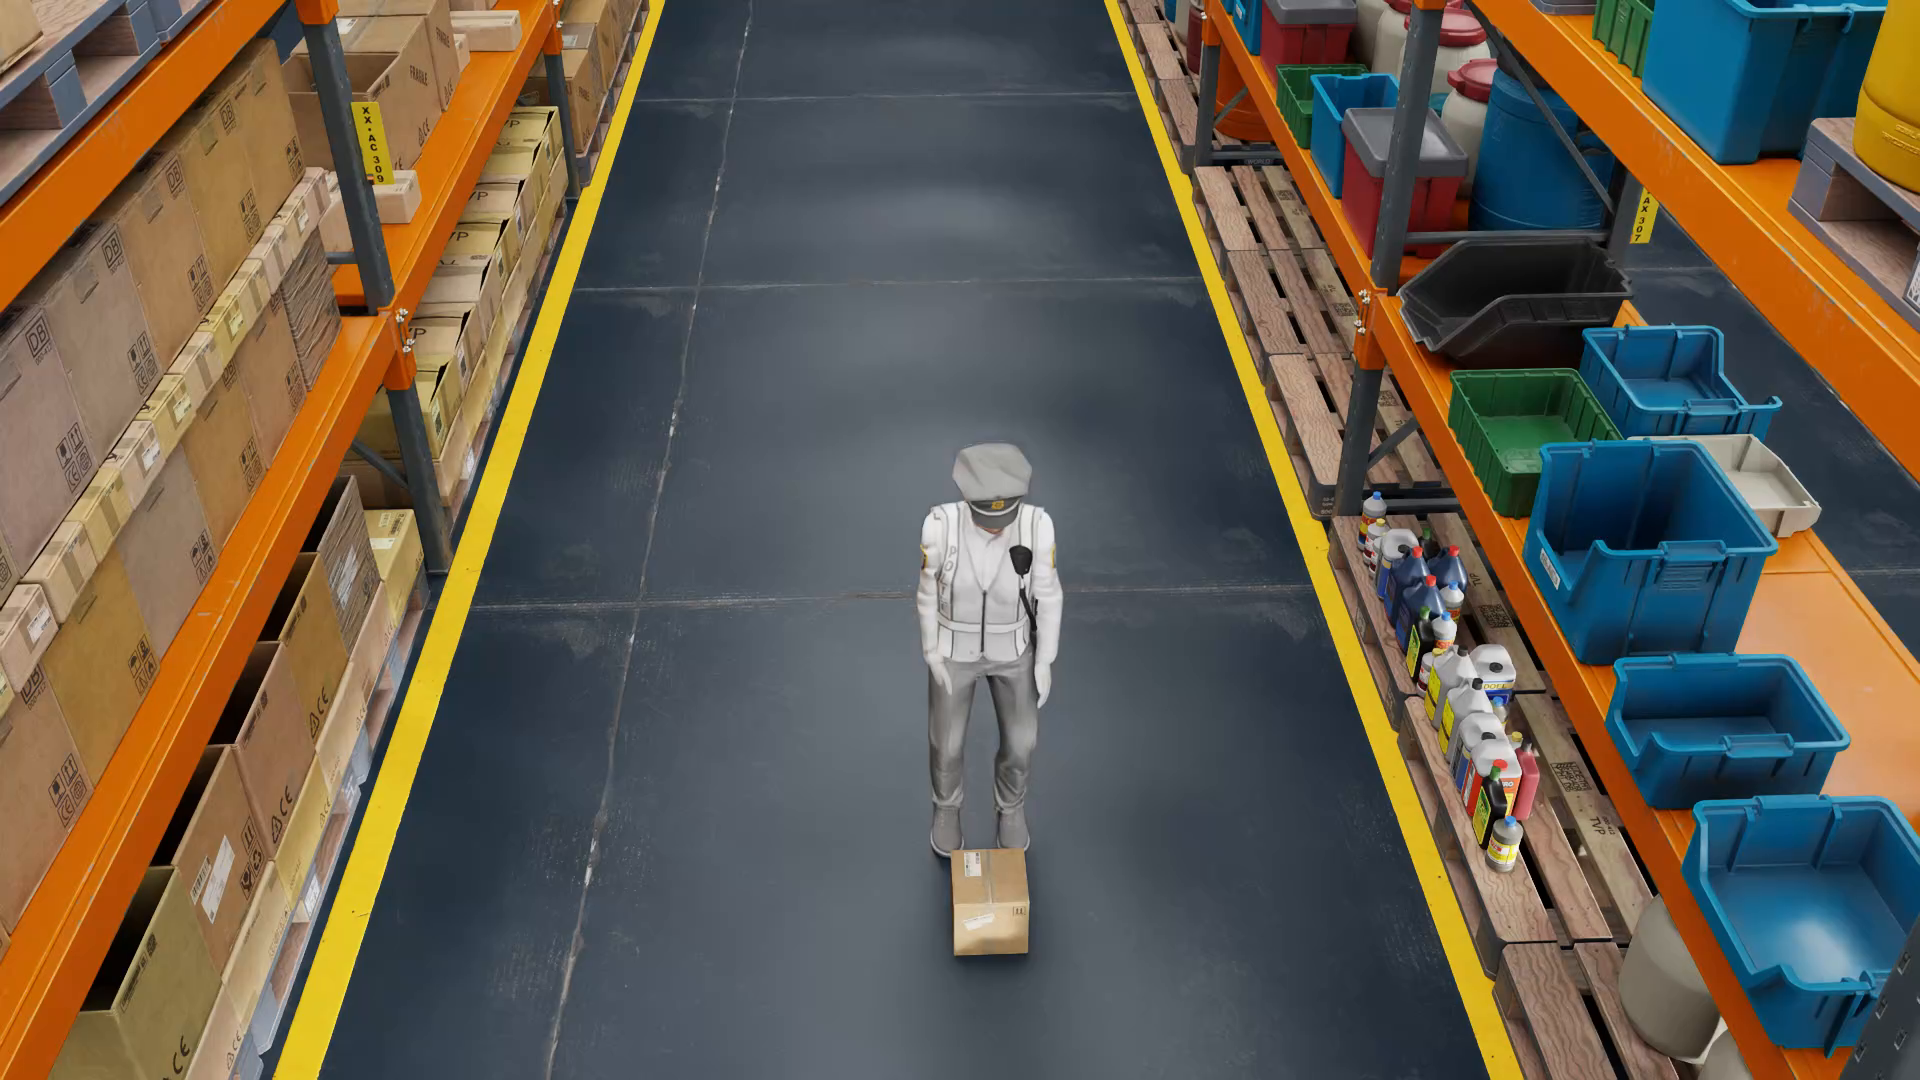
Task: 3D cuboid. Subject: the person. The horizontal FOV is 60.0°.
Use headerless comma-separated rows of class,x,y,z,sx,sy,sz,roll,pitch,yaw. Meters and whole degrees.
person,0.099,0.395,5.612,0.485,1.651,0.381,-1,35,-1
